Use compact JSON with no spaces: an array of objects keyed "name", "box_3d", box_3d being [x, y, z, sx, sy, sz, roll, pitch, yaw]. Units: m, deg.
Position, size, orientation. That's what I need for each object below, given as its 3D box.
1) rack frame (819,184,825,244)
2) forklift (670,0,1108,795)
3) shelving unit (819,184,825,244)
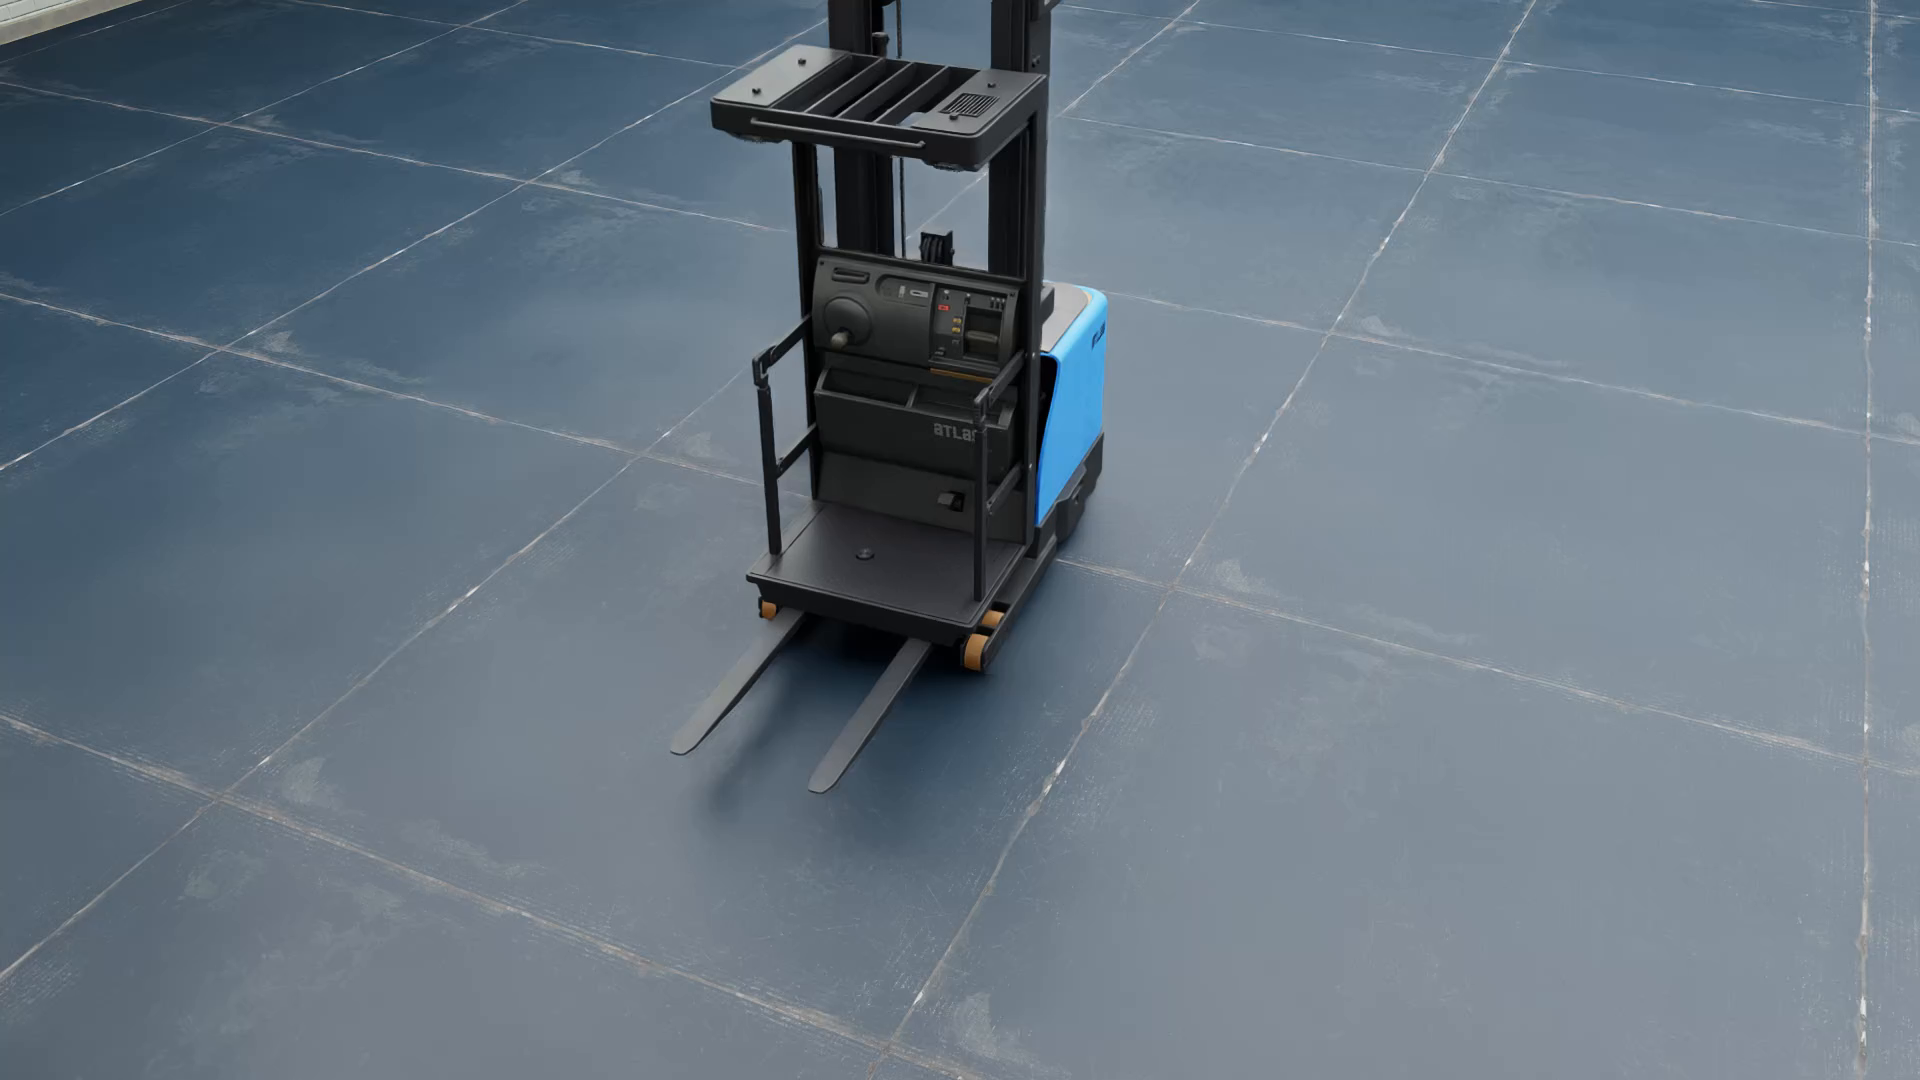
[{"name":"rack frame","box_3d":[-0.739,-1.235,8.765,0.032,1.500,0.500,-7,34,-10]},{"name":"forklift","box_3d":[-0.276,-0.906,6.959,1.130,2.935,3.031,12,35,18]},{"name":"shelving unit","box_3d":[-0.241,-1.292,8.852,1.048,1.500,0.538,-7,34,-10]}]
